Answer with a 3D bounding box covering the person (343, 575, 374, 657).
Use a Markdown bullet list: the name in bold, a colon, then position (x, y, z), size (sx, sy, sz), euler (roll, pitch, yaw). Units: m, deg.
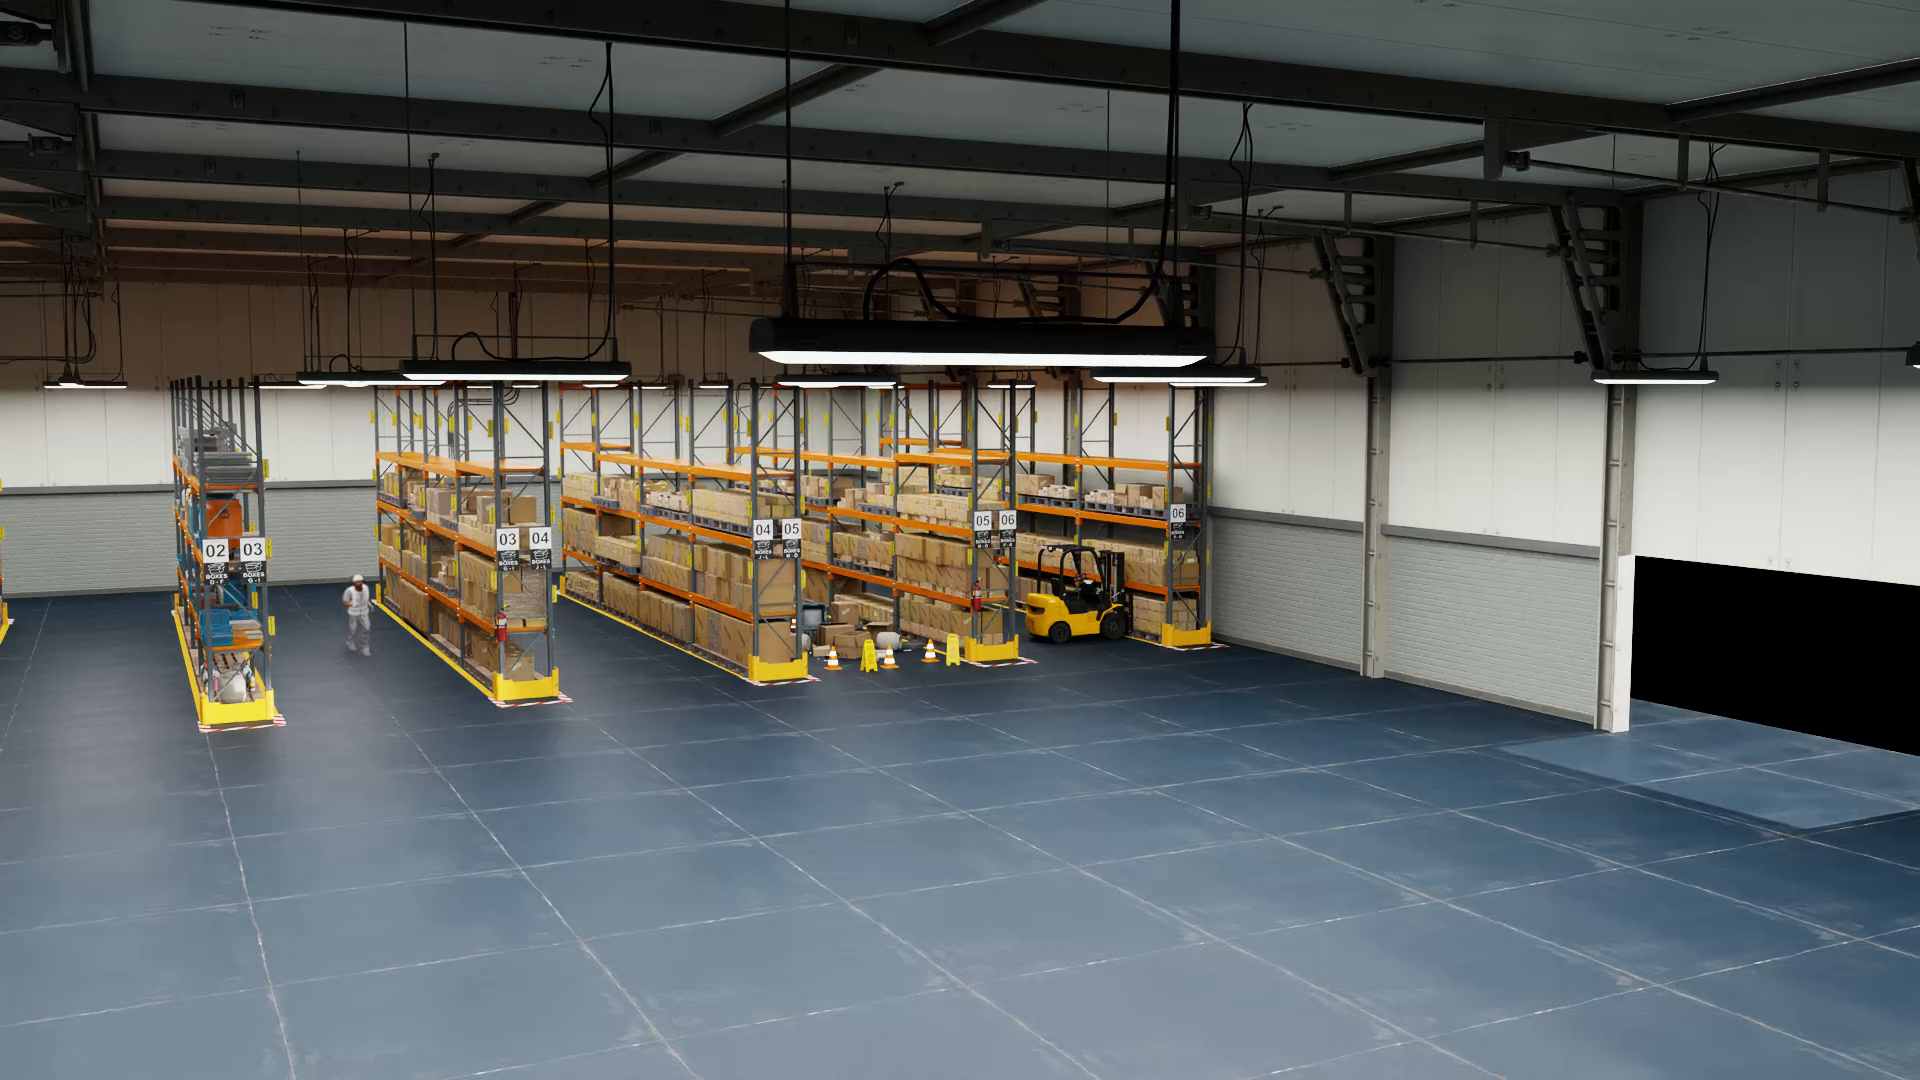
- **person**: position (-13.109, 1.621, 36.215), size (0.711, 1.767, 1.009), euler (-4, 6, -37)
